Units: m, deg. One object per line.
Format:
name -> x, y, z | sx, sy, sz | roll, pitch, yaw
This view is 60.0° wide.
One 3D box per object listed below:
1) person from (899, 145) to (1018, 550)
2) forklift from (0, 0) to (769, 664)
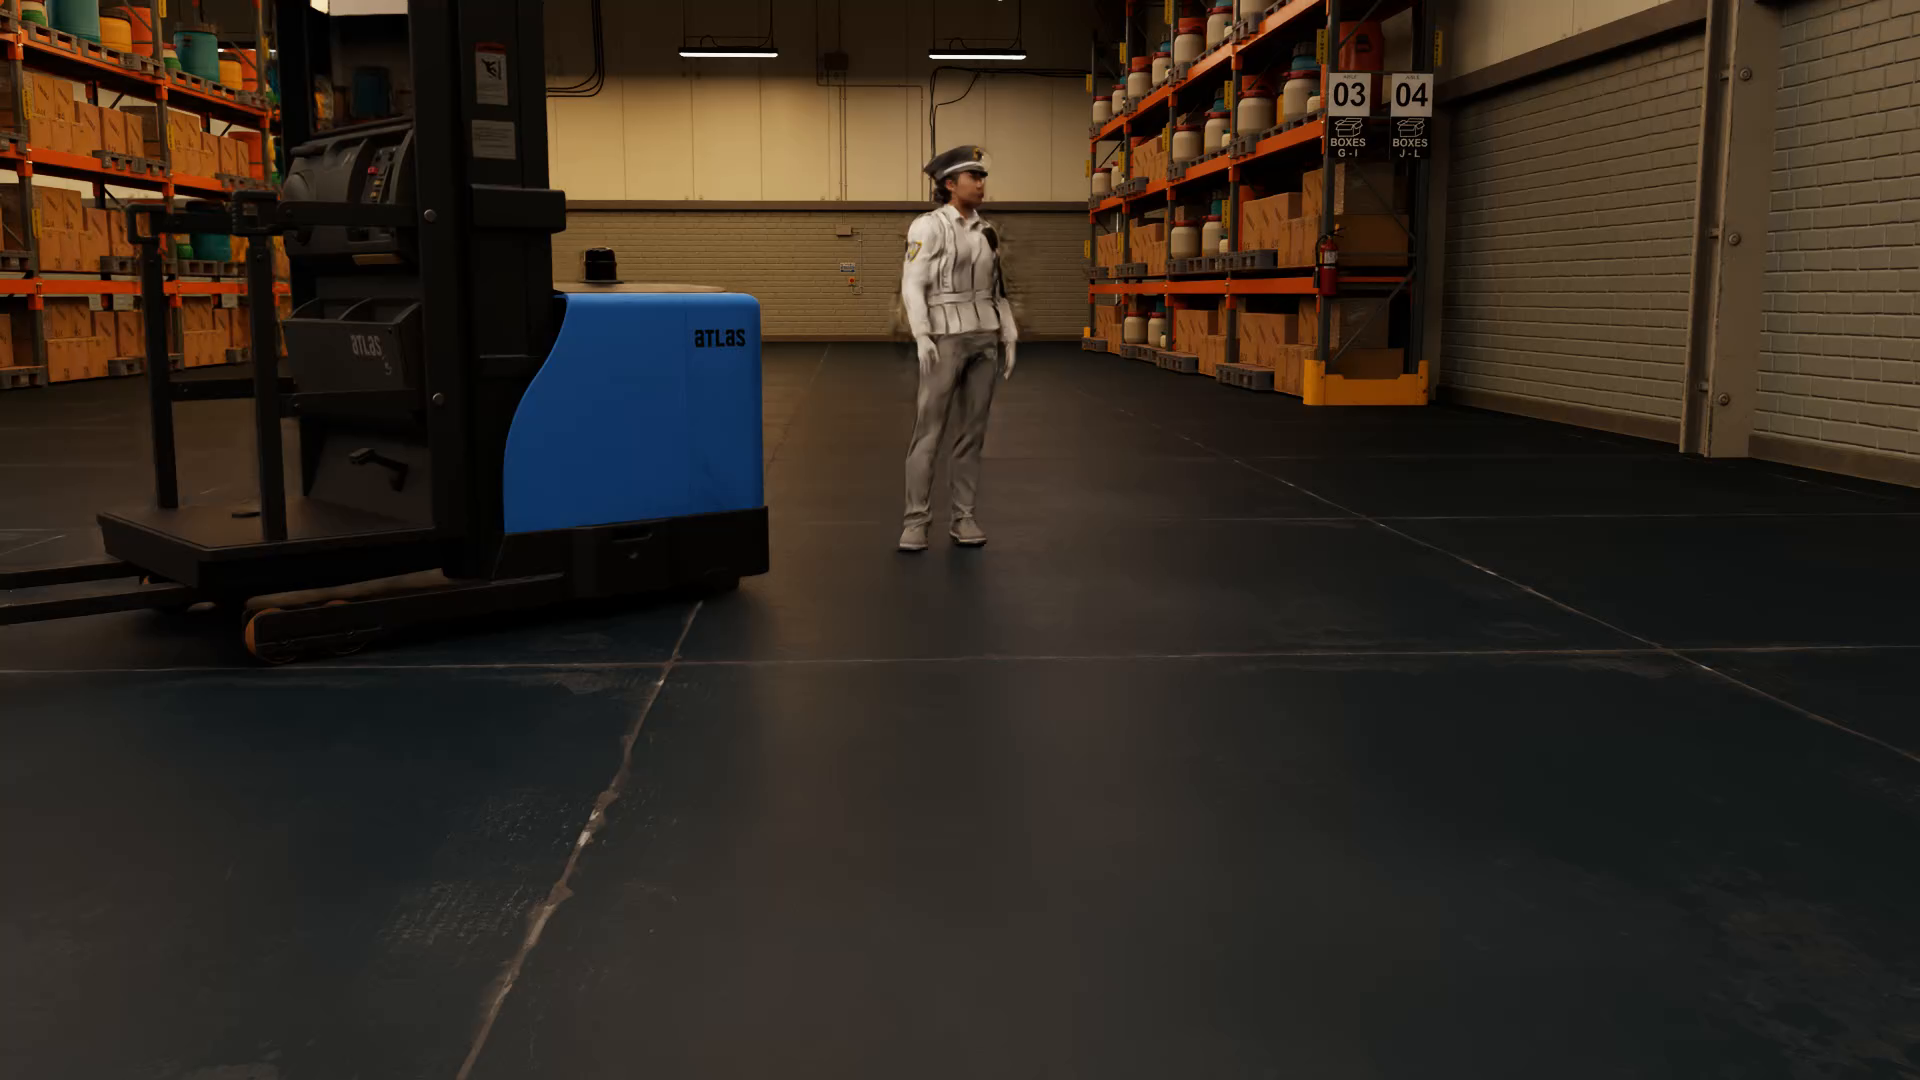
person -> -0.031, -0.836, 7.143 | 0.693, 1.696, 0.397 | -8, 11, -42
forklift -> -2.129, -1.172, 5.225 | 3.031, 2.935, 1.130 | -8, 11, -41
